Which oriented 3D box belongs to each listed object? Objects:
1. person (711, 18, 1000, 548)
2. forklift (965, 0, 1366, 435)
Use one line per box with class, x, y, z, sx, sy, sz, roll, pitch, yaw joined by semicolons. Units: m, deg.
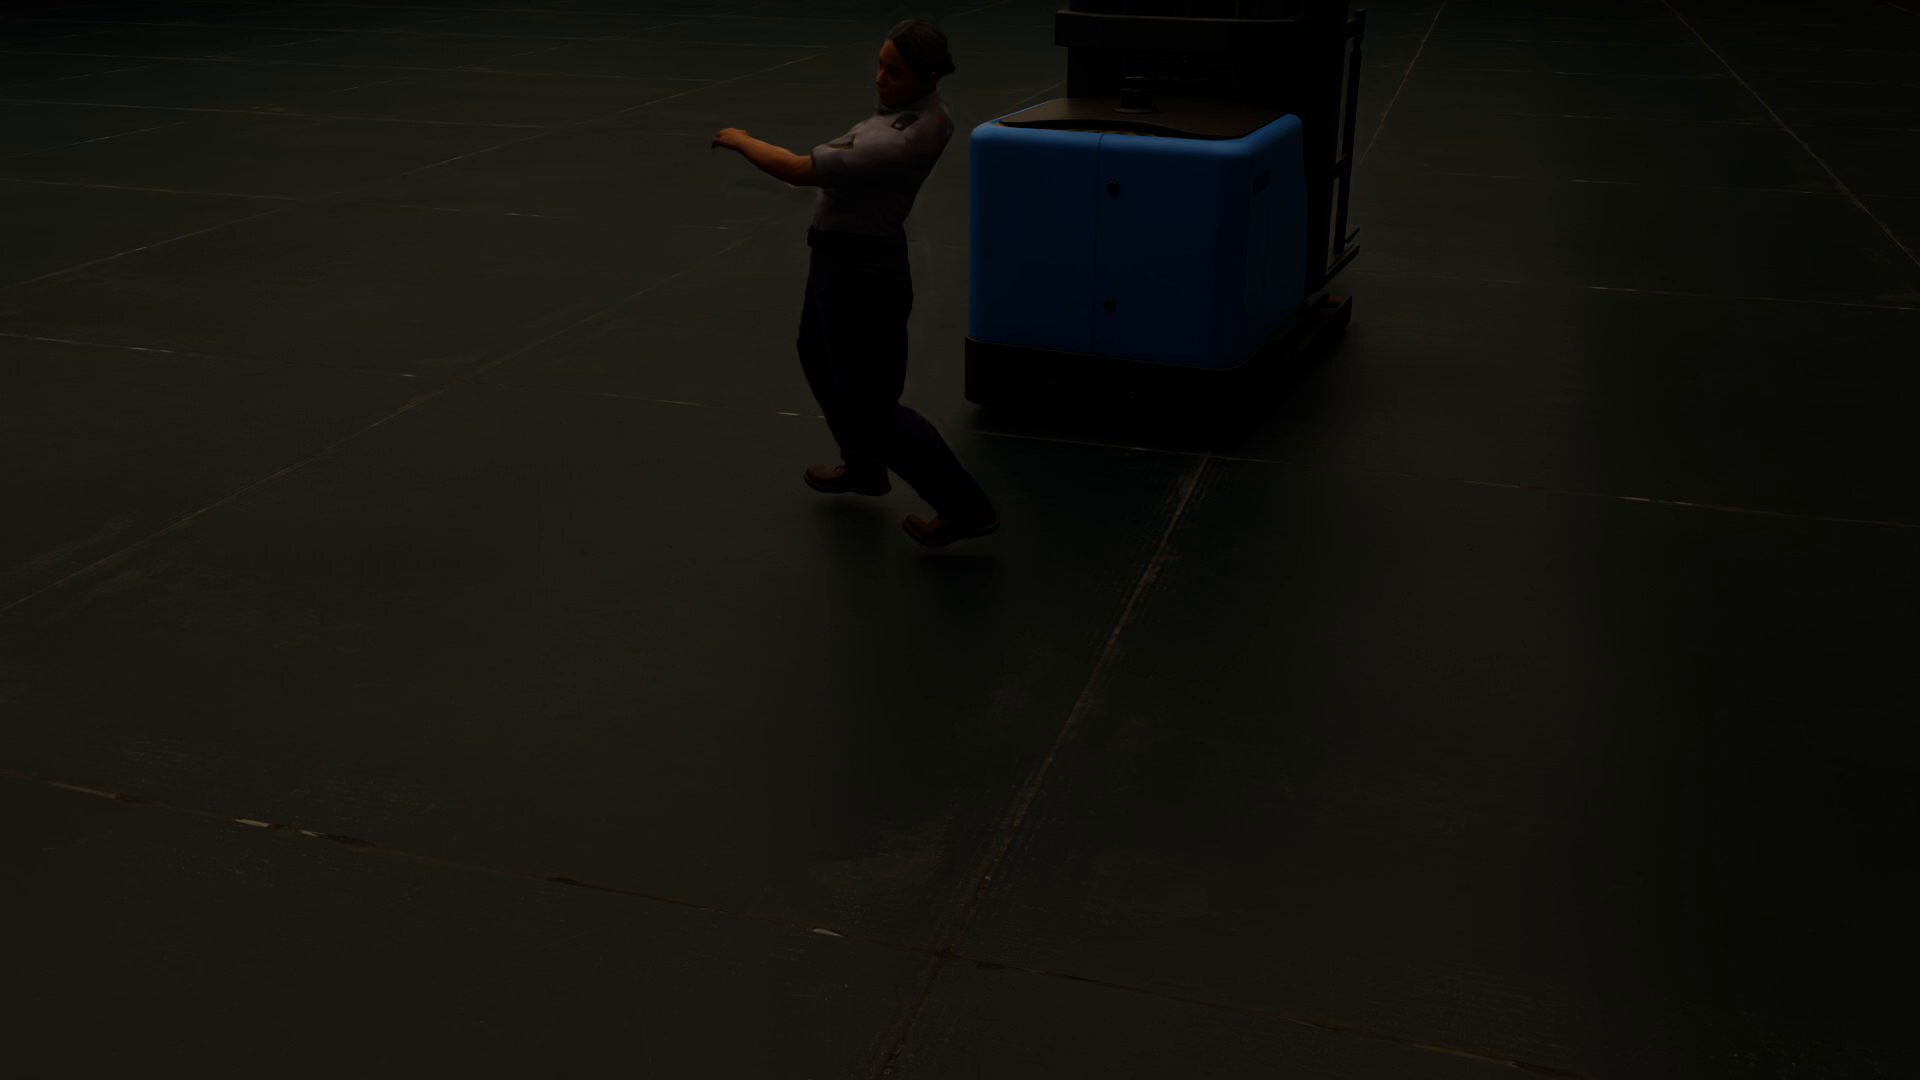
person;-0.314;-0.797;4.977;0.817;1.502;0.799;-1;22;-2
forklift;1.079;-2.250;6.729;1.130;2.935;3.031;10;24;22
